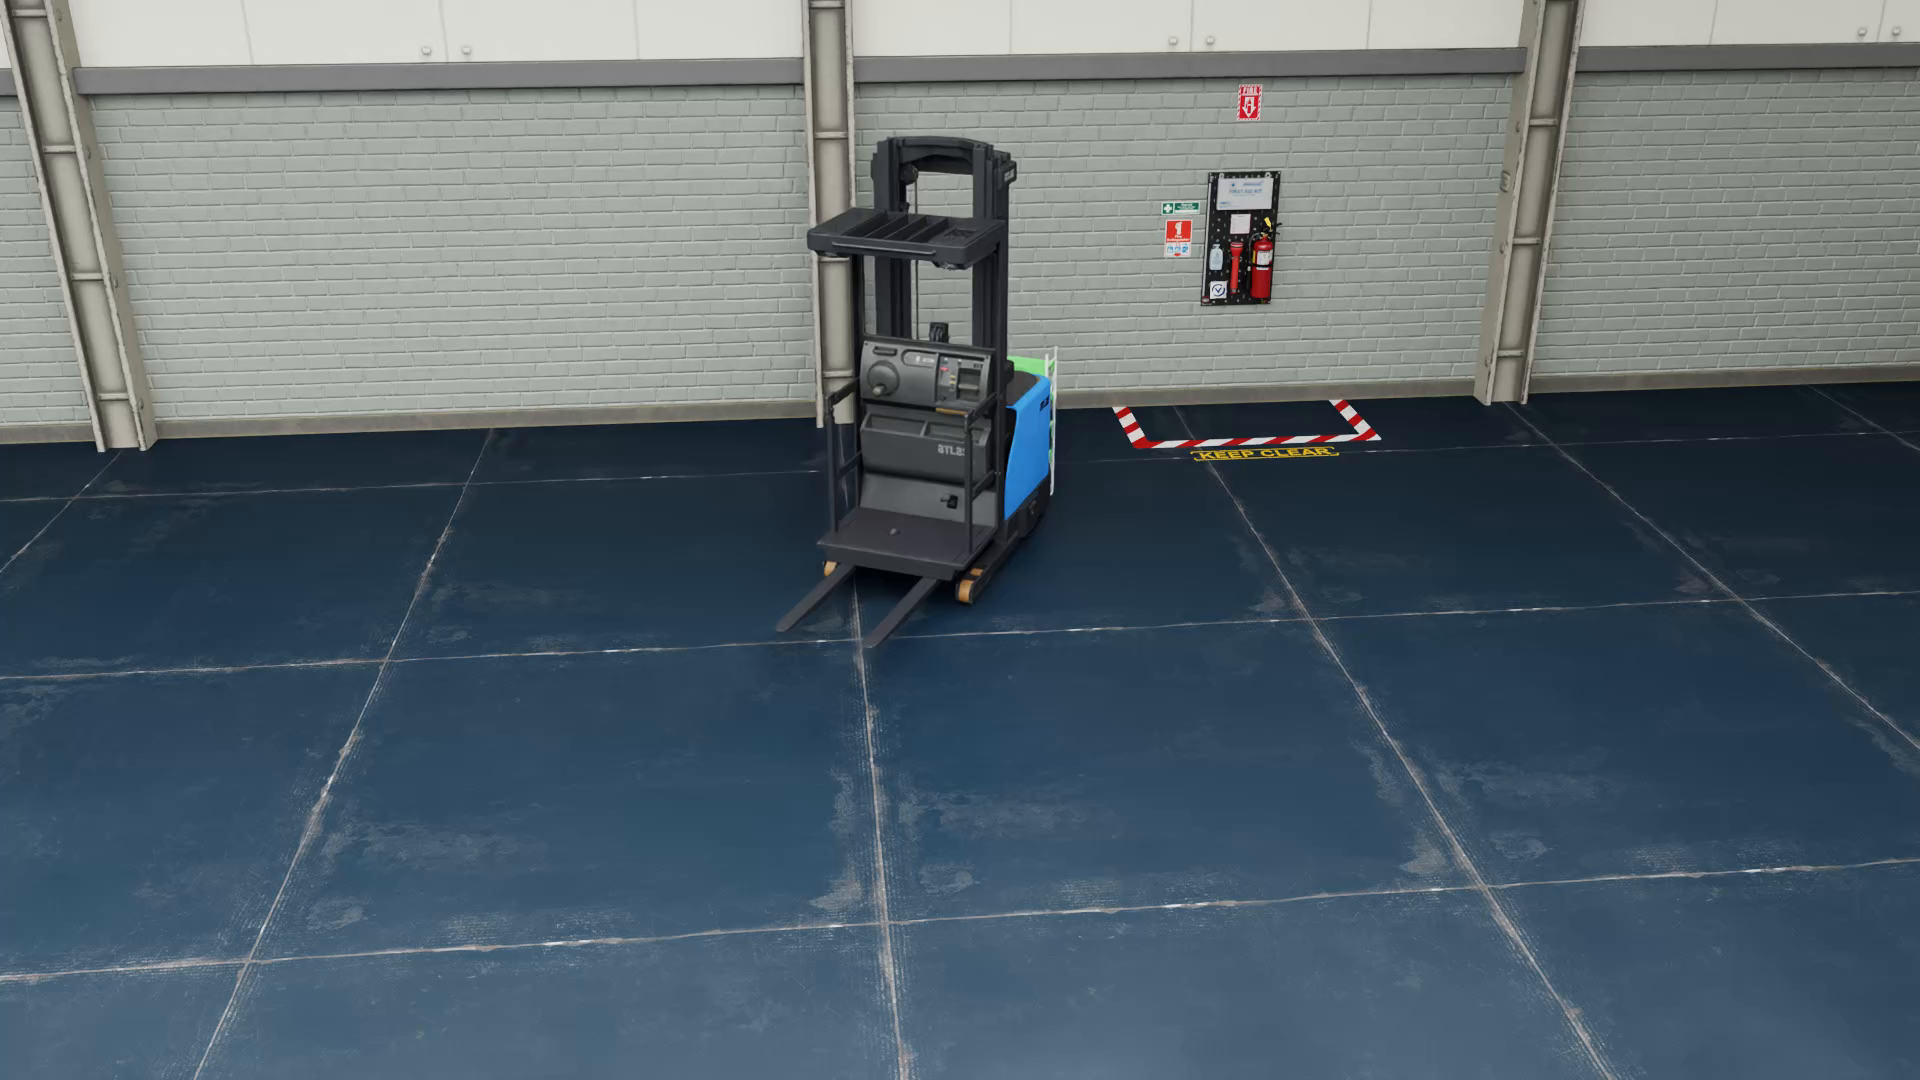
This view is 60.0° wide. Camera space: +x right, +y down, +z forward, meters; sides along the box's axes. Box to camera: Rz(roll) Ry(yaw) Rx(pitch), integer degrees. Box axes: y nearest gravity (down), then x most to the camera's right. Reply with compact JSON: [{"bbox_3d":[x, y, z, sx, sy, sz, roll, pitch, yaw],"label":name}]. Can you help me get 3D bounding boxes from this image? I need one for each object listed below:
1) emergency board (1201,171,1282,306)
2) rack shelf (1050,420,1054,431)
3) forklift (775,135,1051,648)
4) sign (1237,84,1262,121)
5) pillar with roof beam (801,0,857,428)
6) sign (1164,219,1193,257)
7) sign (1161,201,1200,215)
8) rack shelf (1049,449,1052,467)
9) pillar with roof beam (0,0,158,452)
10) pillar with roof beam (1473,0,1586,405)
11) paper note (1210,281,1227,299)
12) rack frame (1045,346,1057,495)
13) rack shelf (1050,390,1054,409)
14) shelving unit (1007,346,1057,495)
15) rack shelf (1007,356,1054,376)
[{"bbox_3d":[2.448,-2.573,14.345,0.643,1.169,0.194,-2,24,-5],"label":"emergency board"},{"bbox_3d":[0.459,-0.853,12.847,0.480,0.148,0.258,9,25,19],"label":"rack shelf"},{"bbox_3d":[-0.311,-1.097,11.110,1.130,2.935,3.031,9,25,19],"label":"forklift"},{"bbox_3d":[2.430,-3.672,13.964,0.199,0.298,0.001,-2,24,-5],"label":"sign"},{"bbox_3d":[-0.637,-3.418,8.860,0.400,9.000,9.100,-2,24,-5],"label":"pillar with roof beam"},{"bbox_3d":[1.888,-2.609,14.382,0.234,0.329,0.001,-2,24,-5],"label":"sign"},{"bbox_3d":[1.893,-2.847,14.267,0.331,0.109,0.001,-2,24,-5],"label":"sign"},{"bbox_3d":[0.458,-0.633,12.943,0.480,0.148,0.258,9,25,19],"label":"rack shelf"},{"bbox_3d":[-6.608,-3.178,8.321,0.400,9.000,9.100,-2,24,-5],"label":"pillar with roof beam"},{"bbox_3d":[5.334,-3.657,9.399,0.400,9.000,9.100,-2,24,-5],"label":"pillar with roof beam"},{"bbox_3d":[2.265,-2.191,14.571,0.142,0.148,0.016,-2,24,-5],"label":"paper note"},{"bbox_3d":[0.687,-0.877,12.742,0.015,1.200,0.240,9,25,19],"label":"rack frame"},{"bbox_3d":[0.460,-1.073,12.751,0.480,0.148,0.258,9,25,19],"label":"rack shelf"},{"bbox_3d":[0.459,-0.912,12.822,0.503,1.200,0.258,9,25,19],"label":"shelving unit"},{"bbox_3d":[0.460,-1.293,12.655,0.480,0.148,0.258,9,25,19],"label":"rack shelf"}]
